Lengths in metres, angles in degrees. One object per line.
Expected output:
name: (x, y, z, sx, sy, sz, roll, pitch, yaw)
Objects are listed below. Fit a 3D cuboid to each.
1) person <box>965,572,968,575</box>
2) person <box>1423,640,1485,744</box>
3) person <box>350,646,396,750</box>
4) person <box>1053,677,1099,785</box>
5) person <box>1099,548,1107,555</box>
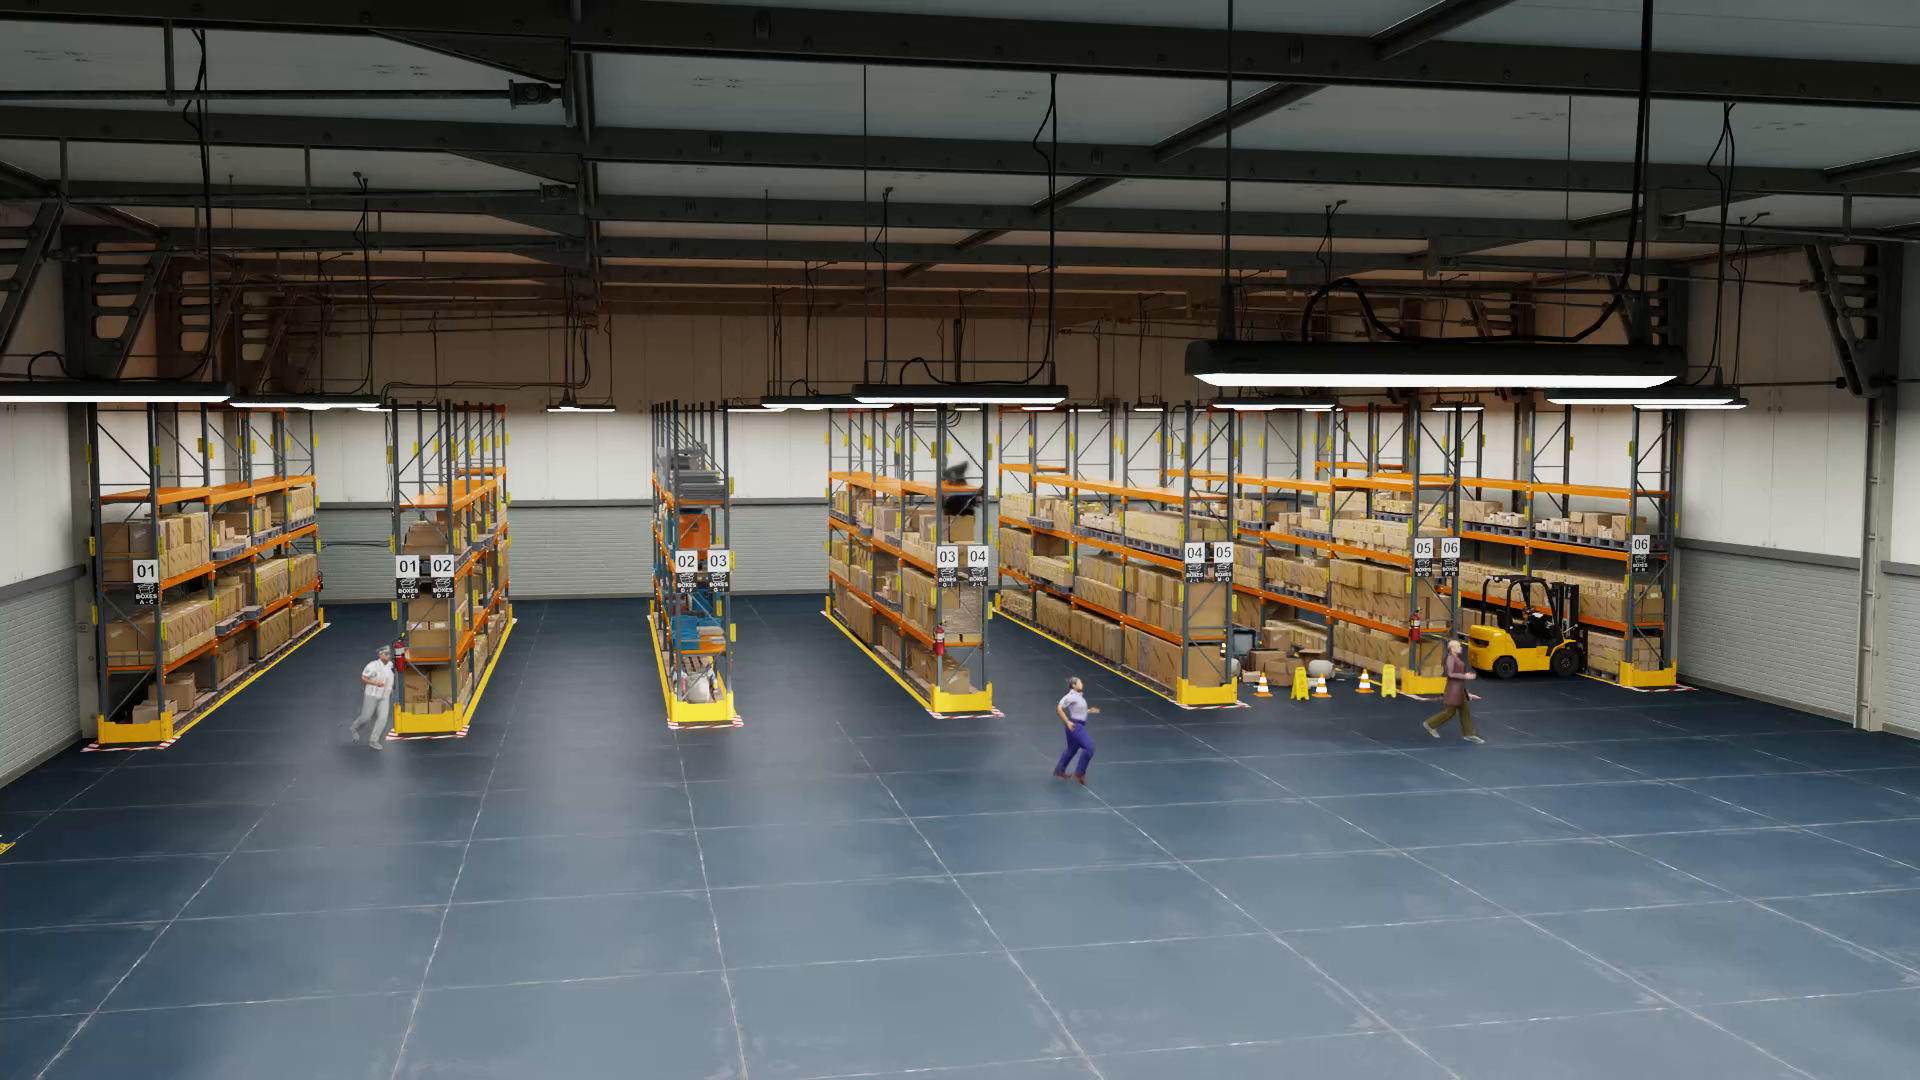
person: (0.284, 1.517, 46.346, 0.595, 1.423, 0.871, 0, 4, -4)
person: (8.596, 2.629, 28.913, 1.050, 1.777, 0.708, 2, 5, 30)
person: (-10.080, 2.695, 28.822, 0.923, 1.745, 0.697, 4, 6, 42)
person: (1.799, 2.969, 25.832, 0.720, 1.691, 0.576, 1, 4, 8)
person: (4.293, 1.067, 50.702, 0.642, 1.691, 0.571, -1, 4, -14)
